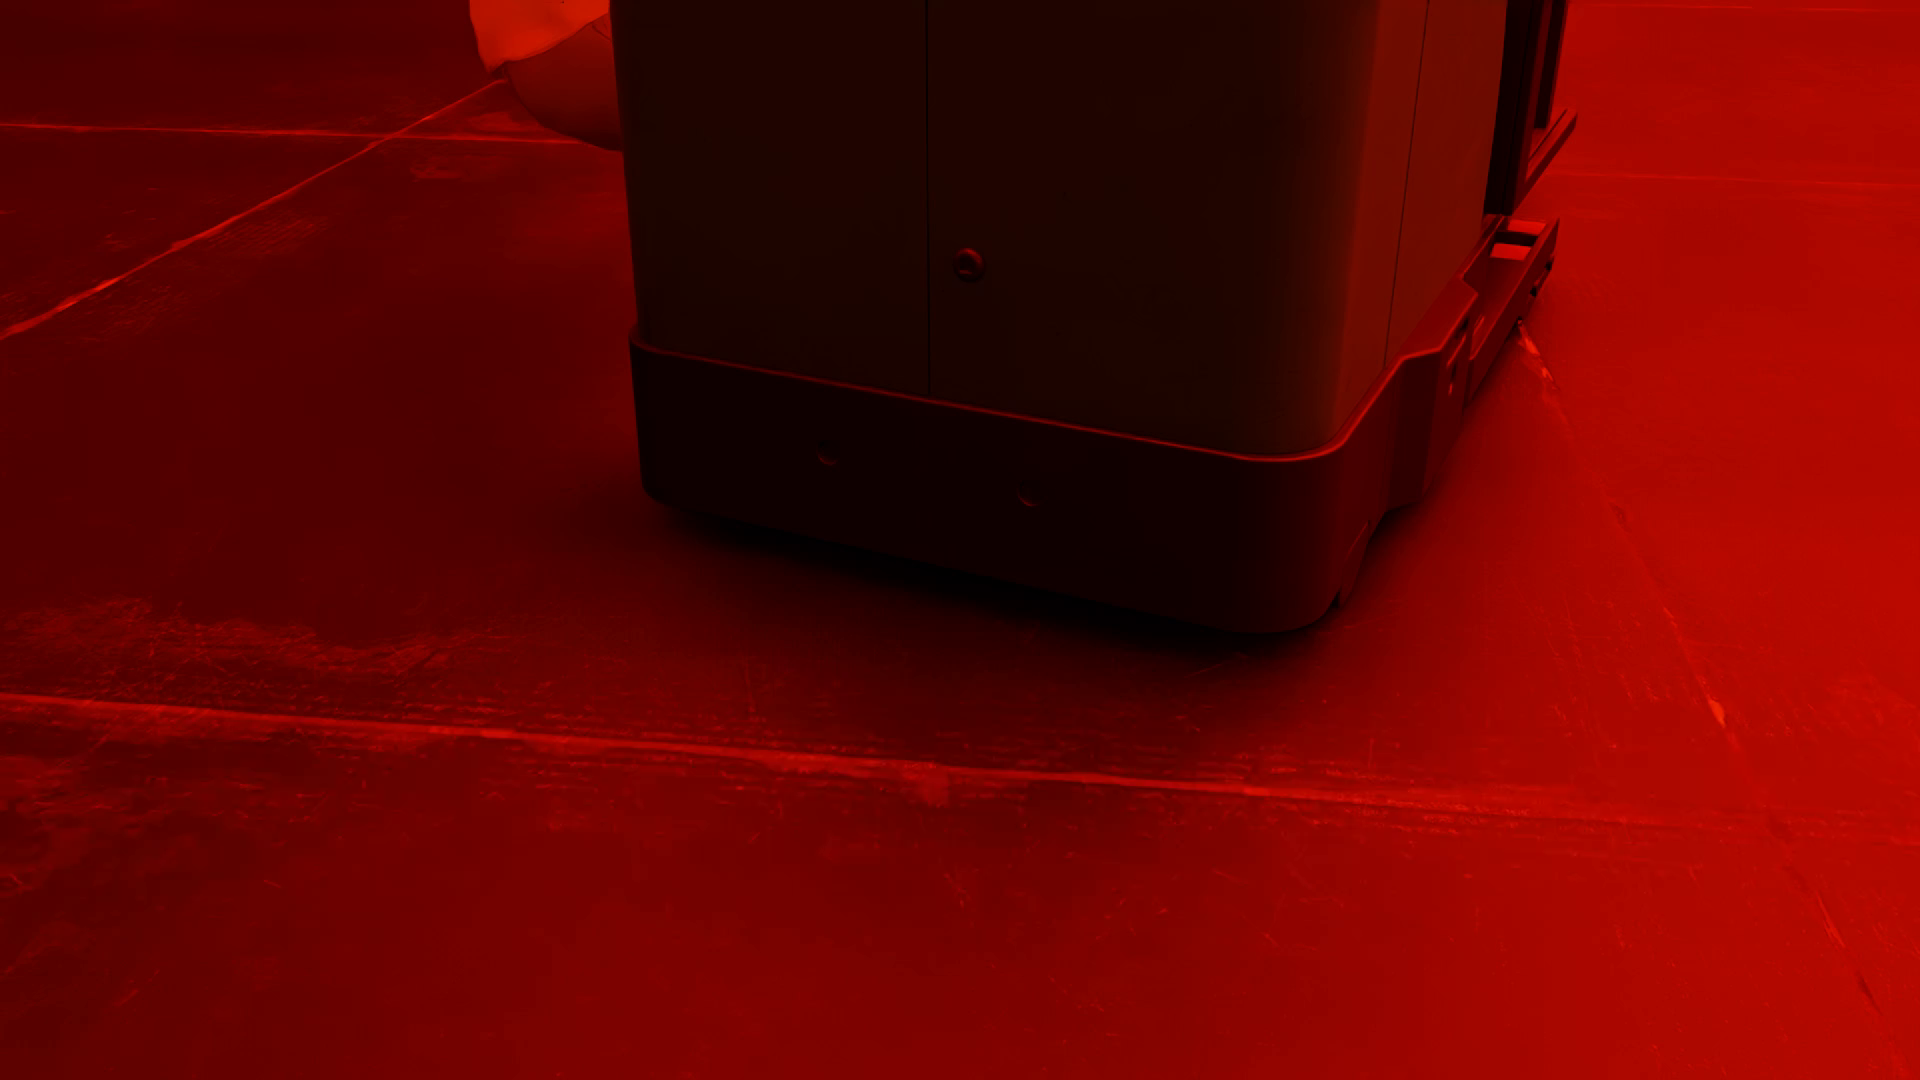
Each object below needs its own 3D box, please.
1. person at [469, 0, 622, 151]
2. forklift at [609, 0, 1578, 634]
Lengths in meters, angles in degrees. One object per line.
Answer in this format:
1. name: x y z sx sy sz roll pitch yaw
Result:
1. person: -0.351 -0.882 2.655 0.824 1.428 0.900 -2 27 -5
2. forklift: 0.619 -1.822 2.869 1.130 2.935 3.031 12 29 23
